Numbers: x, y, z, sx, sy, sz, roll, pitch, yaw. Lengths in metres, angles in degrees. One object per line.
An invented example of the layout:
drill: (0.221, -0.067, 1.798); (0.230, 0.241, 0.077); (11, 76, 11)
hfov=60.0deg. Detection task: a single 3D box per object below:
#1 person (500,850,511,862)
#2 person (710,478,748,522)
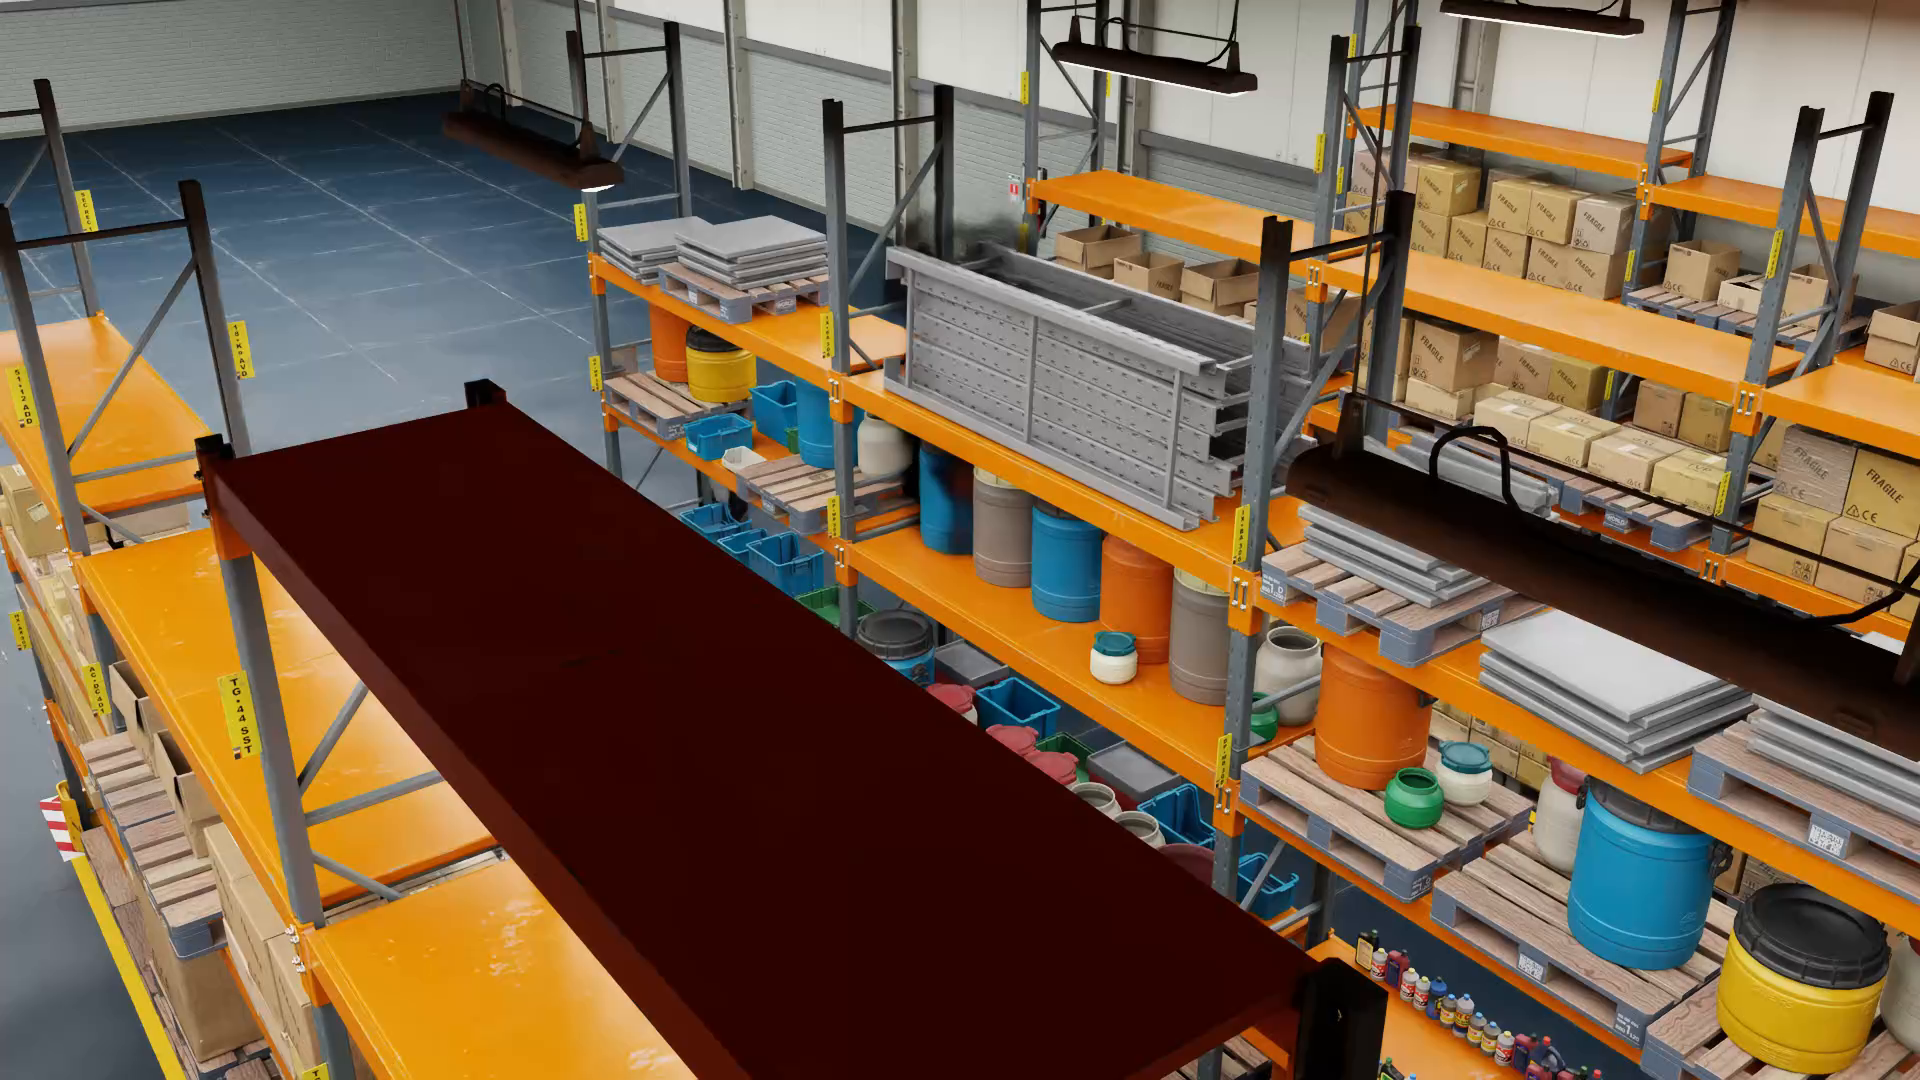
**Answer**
person: (-3.105, 2.727, 11.348); (0.451, 1.346, 0.489); (-20, 32, -37)
person: (-2.426, -0.220, 17.410); (0.879, 1.707, 0.696); (9, 26, 19)
